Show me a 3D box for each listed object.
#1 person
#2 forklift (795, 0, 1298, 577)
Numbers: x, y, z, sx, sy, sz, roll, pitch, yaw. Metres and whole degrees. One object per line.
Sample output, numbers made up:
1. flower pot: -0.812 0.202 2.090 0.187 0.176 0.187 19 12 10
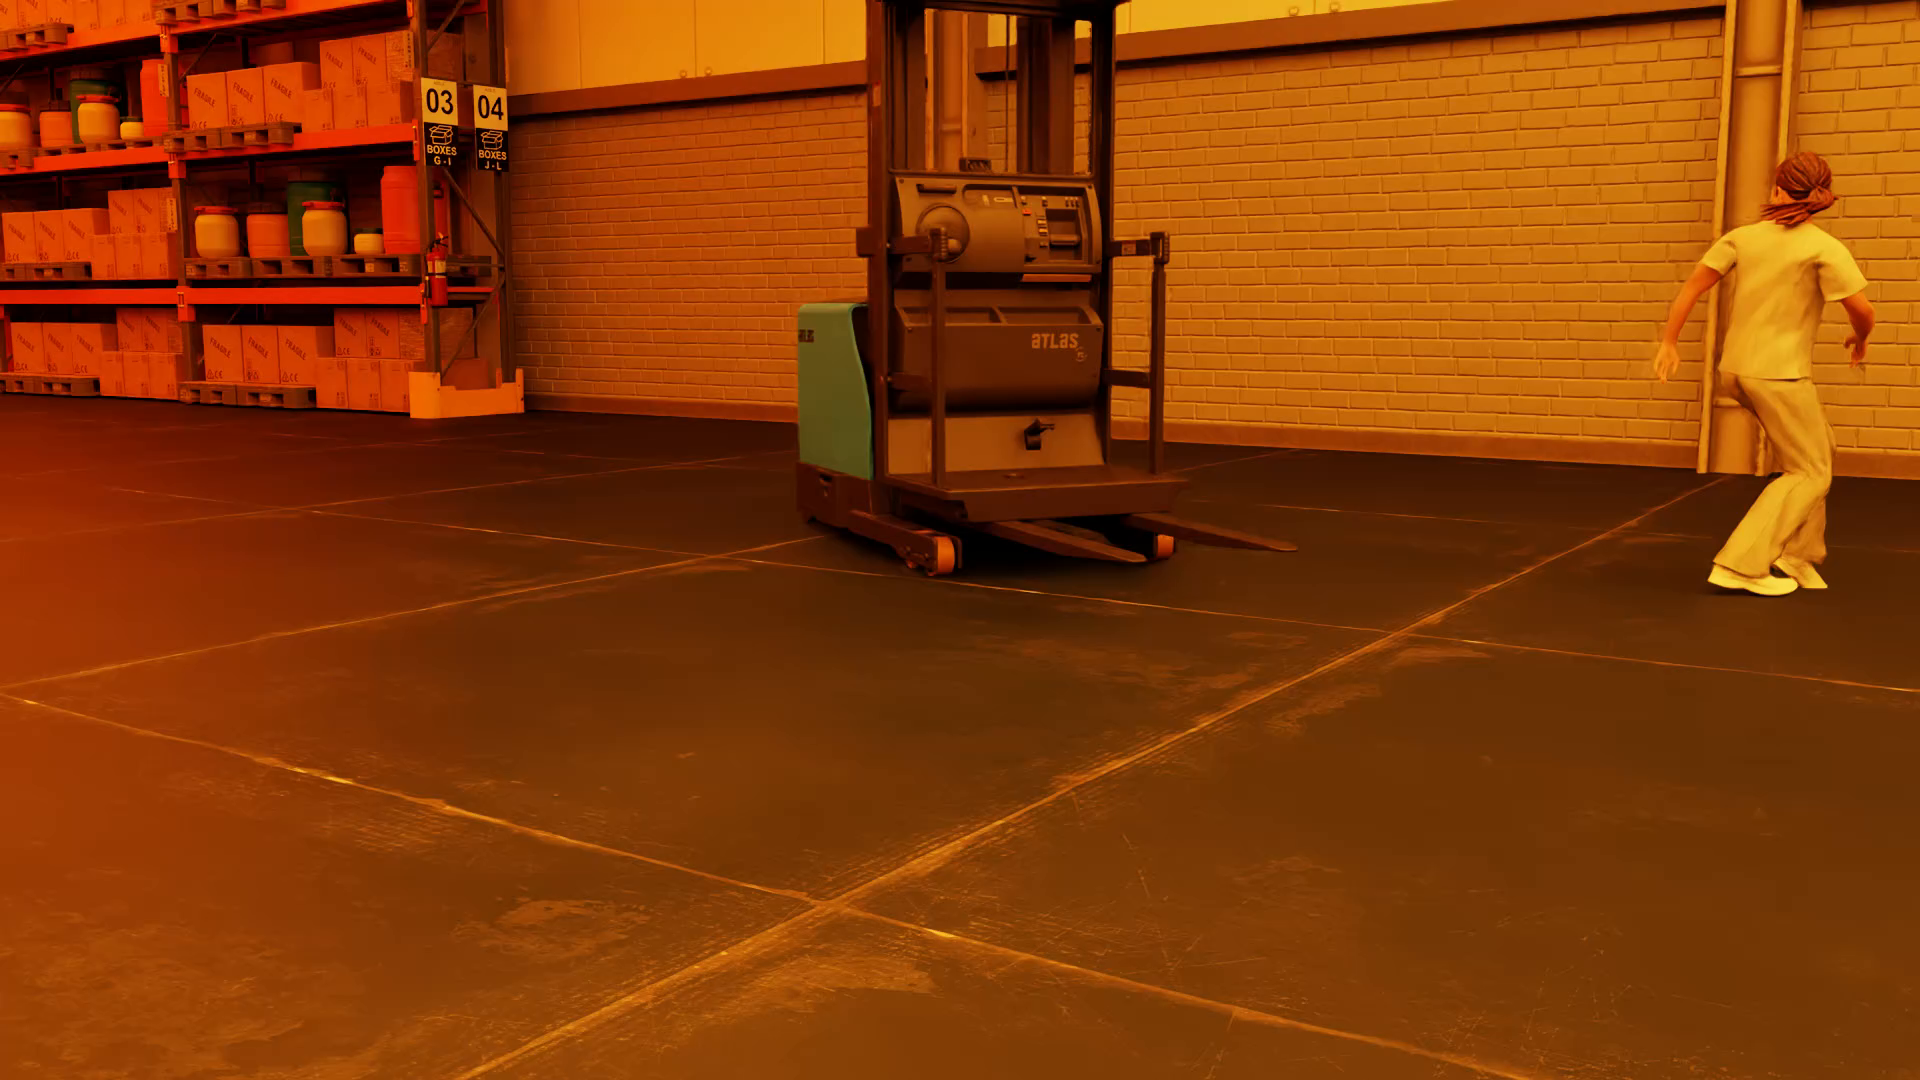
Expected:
1. person: 3.054 -0.517 6.127 0.560 1.314 0.471 -1 8 -10
2. forklift: 0.258 -1.373 6.847 1.130 2.935 3.031 -4 9 -24
